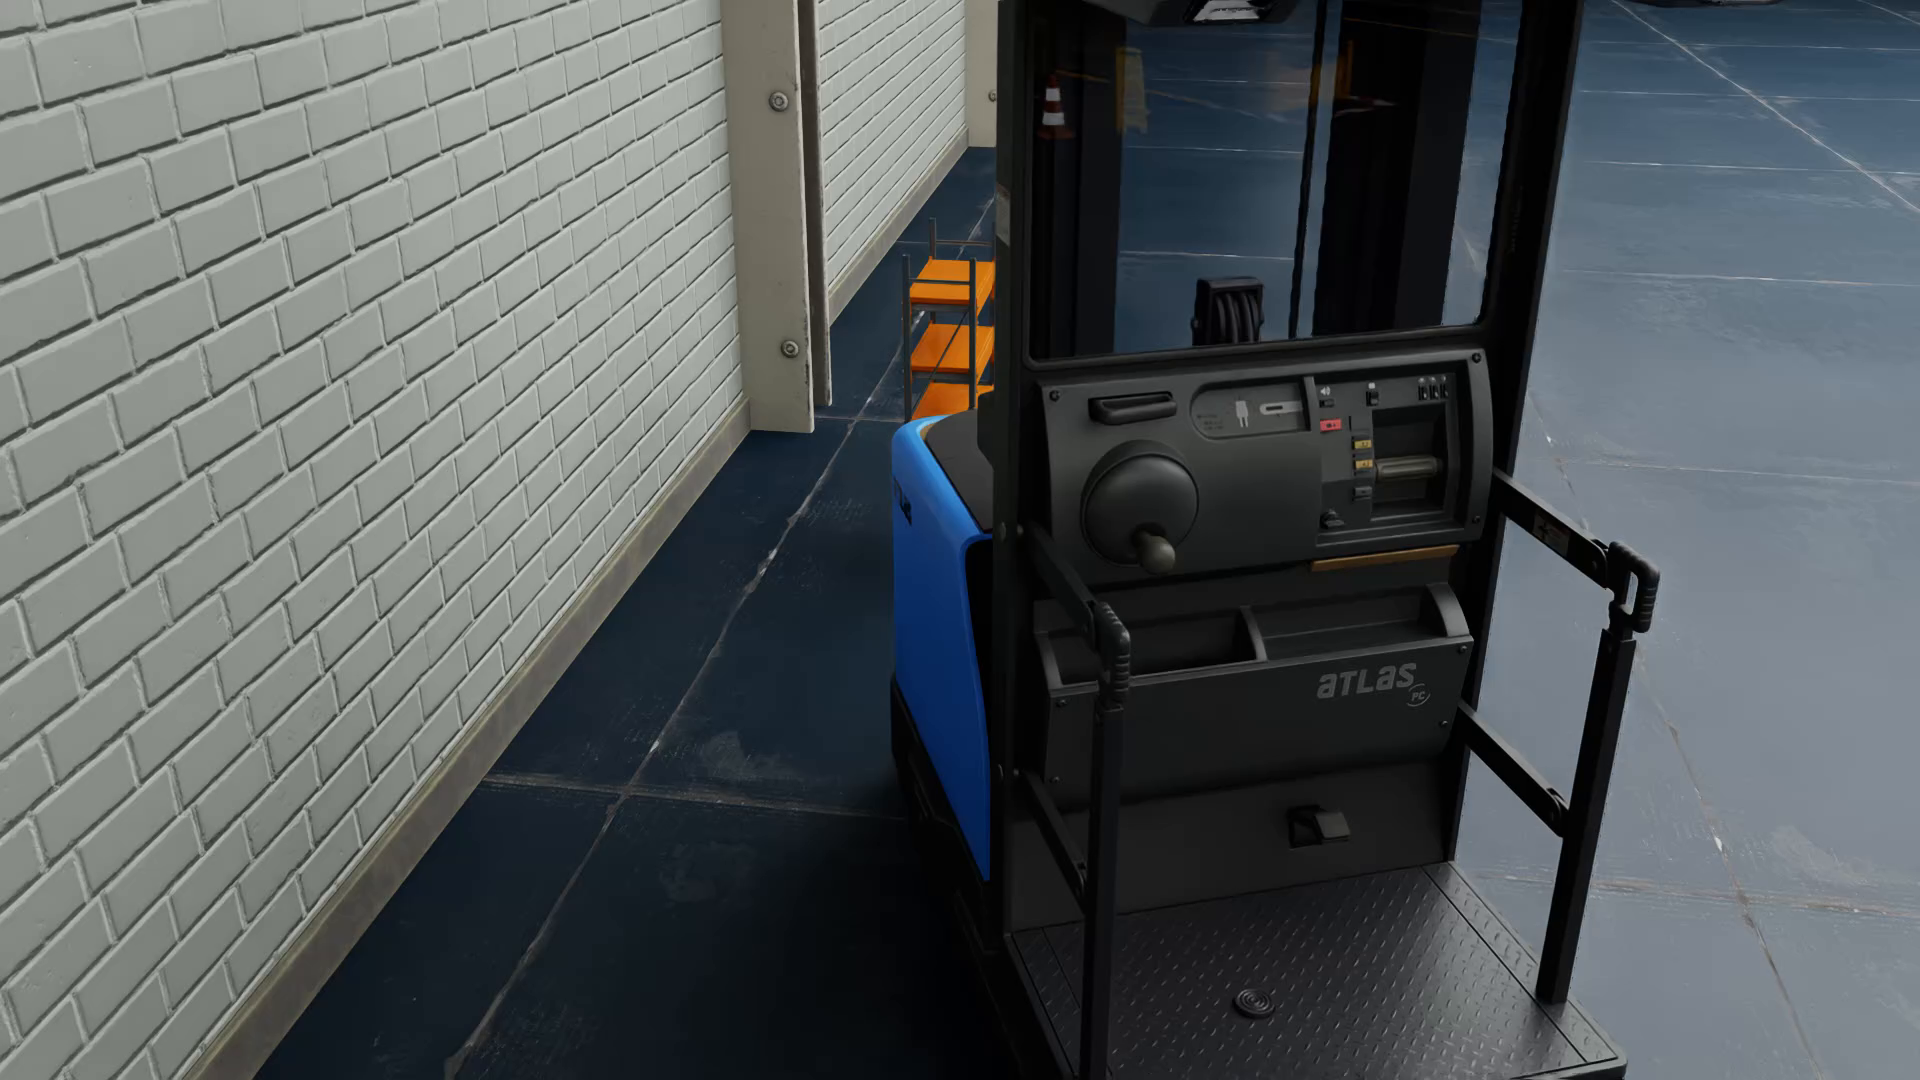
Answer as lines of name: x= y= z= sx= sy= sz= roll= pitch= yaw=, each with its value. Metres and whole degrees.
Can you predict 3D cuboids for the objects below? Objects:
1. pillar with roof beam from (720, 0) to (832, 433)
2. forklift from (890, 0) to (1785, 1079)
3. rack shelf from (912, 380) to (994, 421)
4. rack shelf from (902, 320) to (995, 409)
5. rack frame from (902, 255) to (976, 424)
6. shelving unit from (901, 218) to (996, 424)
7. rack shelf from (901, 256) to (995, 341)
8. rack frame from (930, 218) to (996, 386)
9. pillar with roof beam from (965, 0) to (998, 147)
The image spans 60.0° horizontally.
pillar with roof beam: x=3.480 y=-4.337 z=4.900 sx=9.100 sy=9.000 sz=0.400 roll=4 pitch=25 yaw=9
forklift: x=0.665 y=-0.125 z=3.059 sx=1.130 sy=2.935 sz=3.031 roll=-6 pitch=26 yaw=-13
rack shelf: x=-0.027 y=-0.413 z=5.876 sx=0.258 sy=0.148 sz=0.480 roll=4 pitch=25 yaw=9
rack shelf: x=-0.027 y=-0.616 z=5.781 sx=0.258 sy=0.148 sz=0.480 roll=4 pitch=25 yaw=9
rack frame: x=-0.067 y=-0.372 z=5.630 sx=0.240 sy=1.200 sz=0.015 roll=4 pitch=25 yaw=9
shelving unit: x=-0.027 y=-0.474 z=5.848 sx=0.258 sy=1.200 sz=0.503 roll=4 pitch=25 yaw=9
rack shelf: x=-0.027 y=-0.830 z=5.681 sx=0.258 sy=0.148 sz=0.480 roll=4 pitch=25 yaw=9
rack frame: x=0.013 y=-0.576 z=6.066 sx=0.240 sy=1.200 sz=0.015 roll=4 pitch=25 yaw=9
pillar with roof beam: x=4.460 y=-6.846 z=10.261 sx=9.100 sy=9.000 sz=0.400 roll=4 pitch=25 yaw=9
